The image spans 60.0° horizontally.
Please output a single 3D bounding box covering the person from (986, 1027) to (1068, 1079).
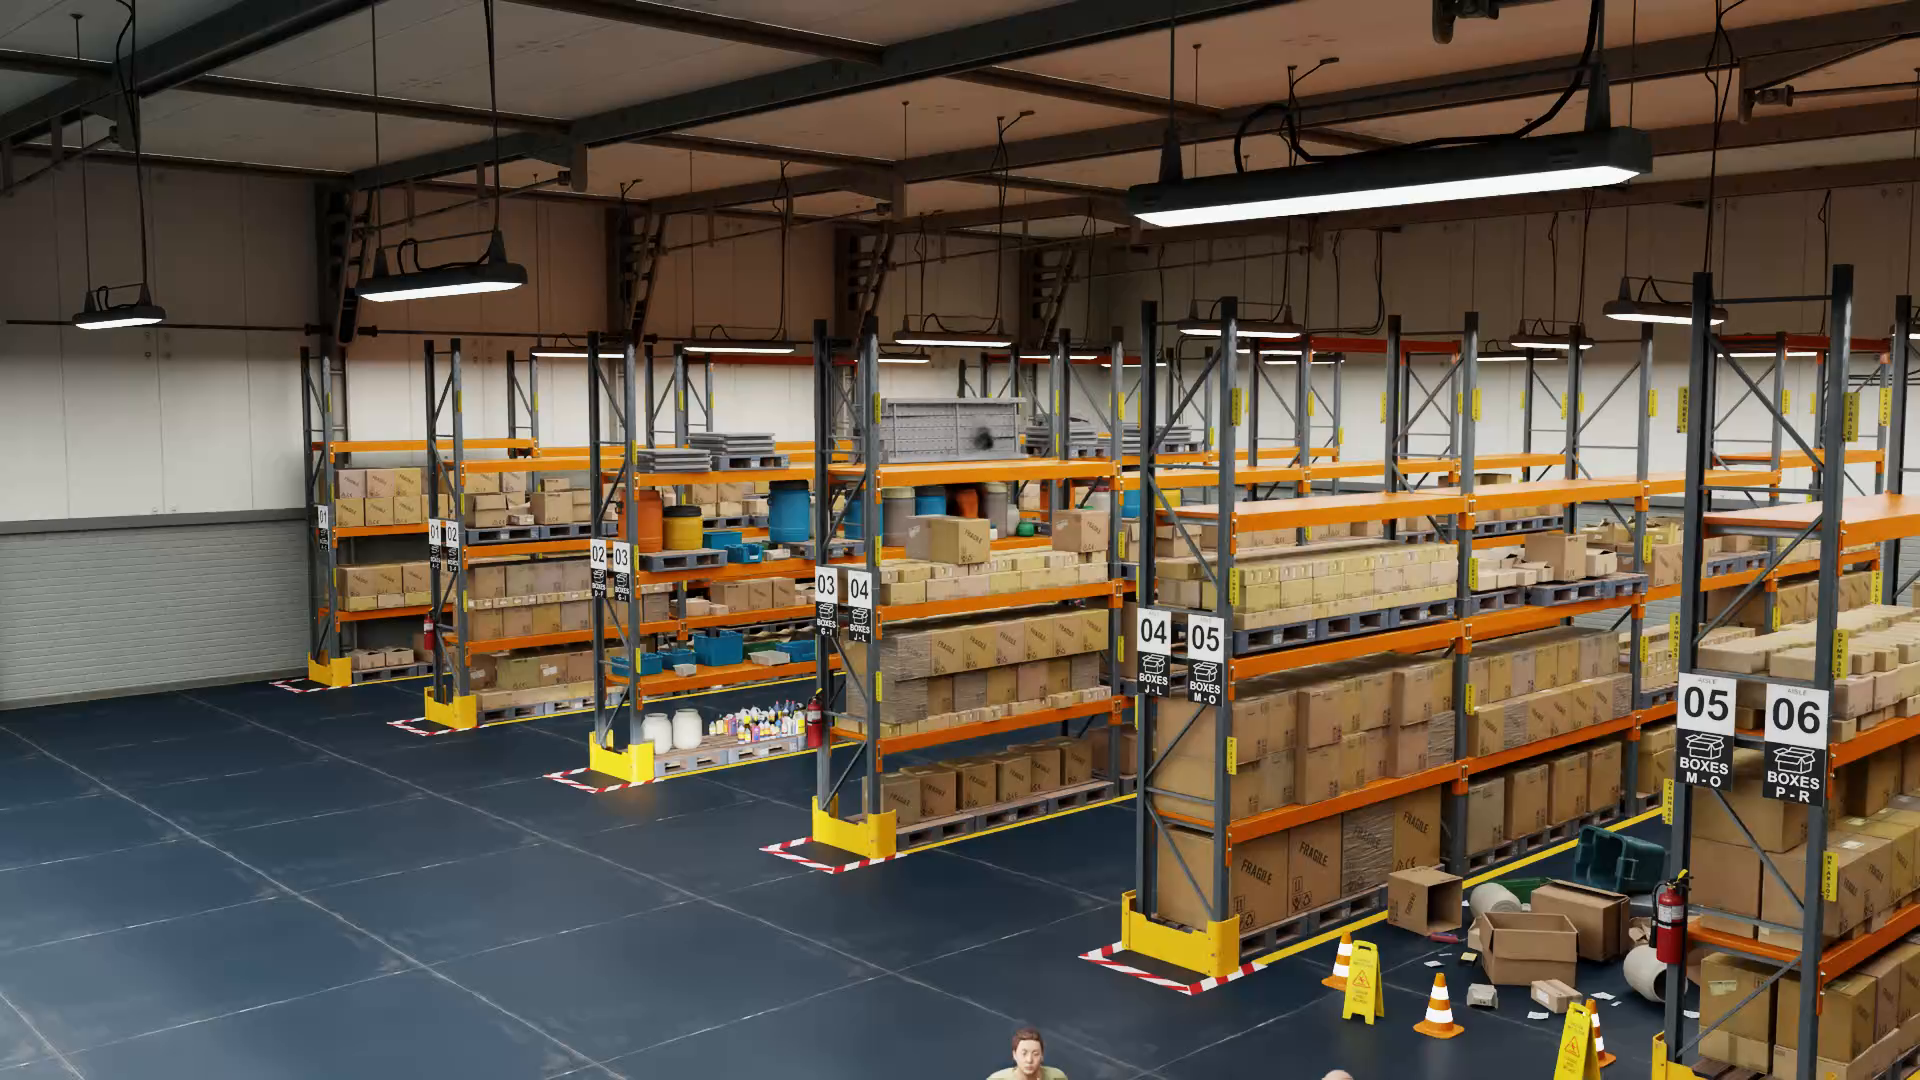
[{"bbox_3d":[0.370,3.532,9.418,0.604,1.650,0.789,0,5,-3],"label":"person"}]

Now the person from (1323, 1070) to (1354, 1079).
[{"bbox_3d":[1.864,3.560,8.346,0.681,1.837,0.829,1,5,7],"label":"person"}]
